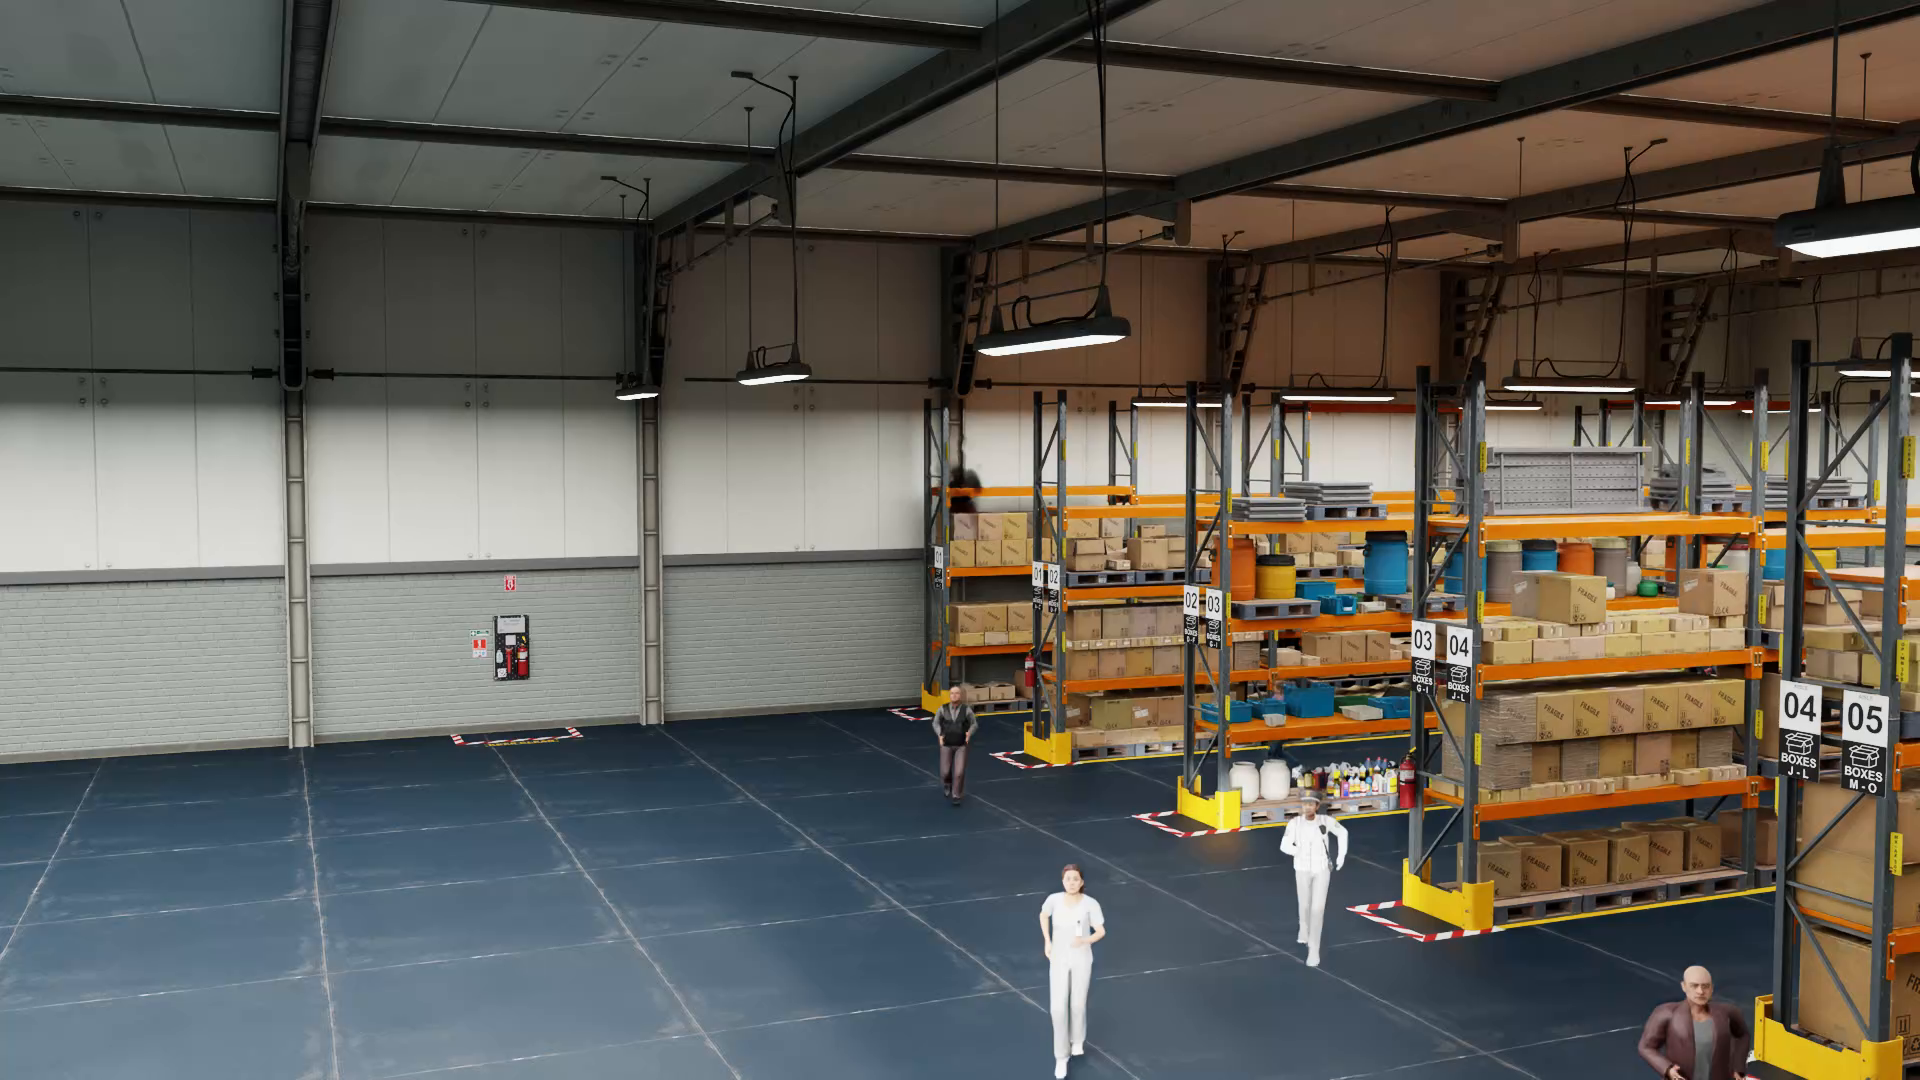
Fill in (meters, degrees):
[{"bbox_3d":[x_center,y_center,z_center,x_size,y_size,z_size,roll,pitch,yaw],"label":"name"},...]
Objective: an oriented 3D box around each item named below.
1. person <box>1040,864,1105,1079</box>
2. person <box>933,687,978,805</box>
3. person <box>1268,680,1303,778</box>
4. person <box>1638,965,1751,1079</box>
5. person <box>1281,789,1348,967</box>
[{"bbox_3d":[0.924,3.528,13.761,0.559,1.724,0.672,1,3,9],"label":"person"},{"bbox_3d":[-0.070,2.932,23.689,0.657,1.671,0.604,0,3,2],"label":"person"},{"bbox_3d":[4.796,2.891,24.936,0.899,1.556,0.541,-1,4,-21],"label":"person"},{"bbox_3d":[4.763,3.637,10.769,0.710,1.790,1.041,1,3,15],"label":"person"},{"bbox_3d":[3.550,3.340,16.678,0.623,1.742,0.876,1,4,21],"label":"person"}]
